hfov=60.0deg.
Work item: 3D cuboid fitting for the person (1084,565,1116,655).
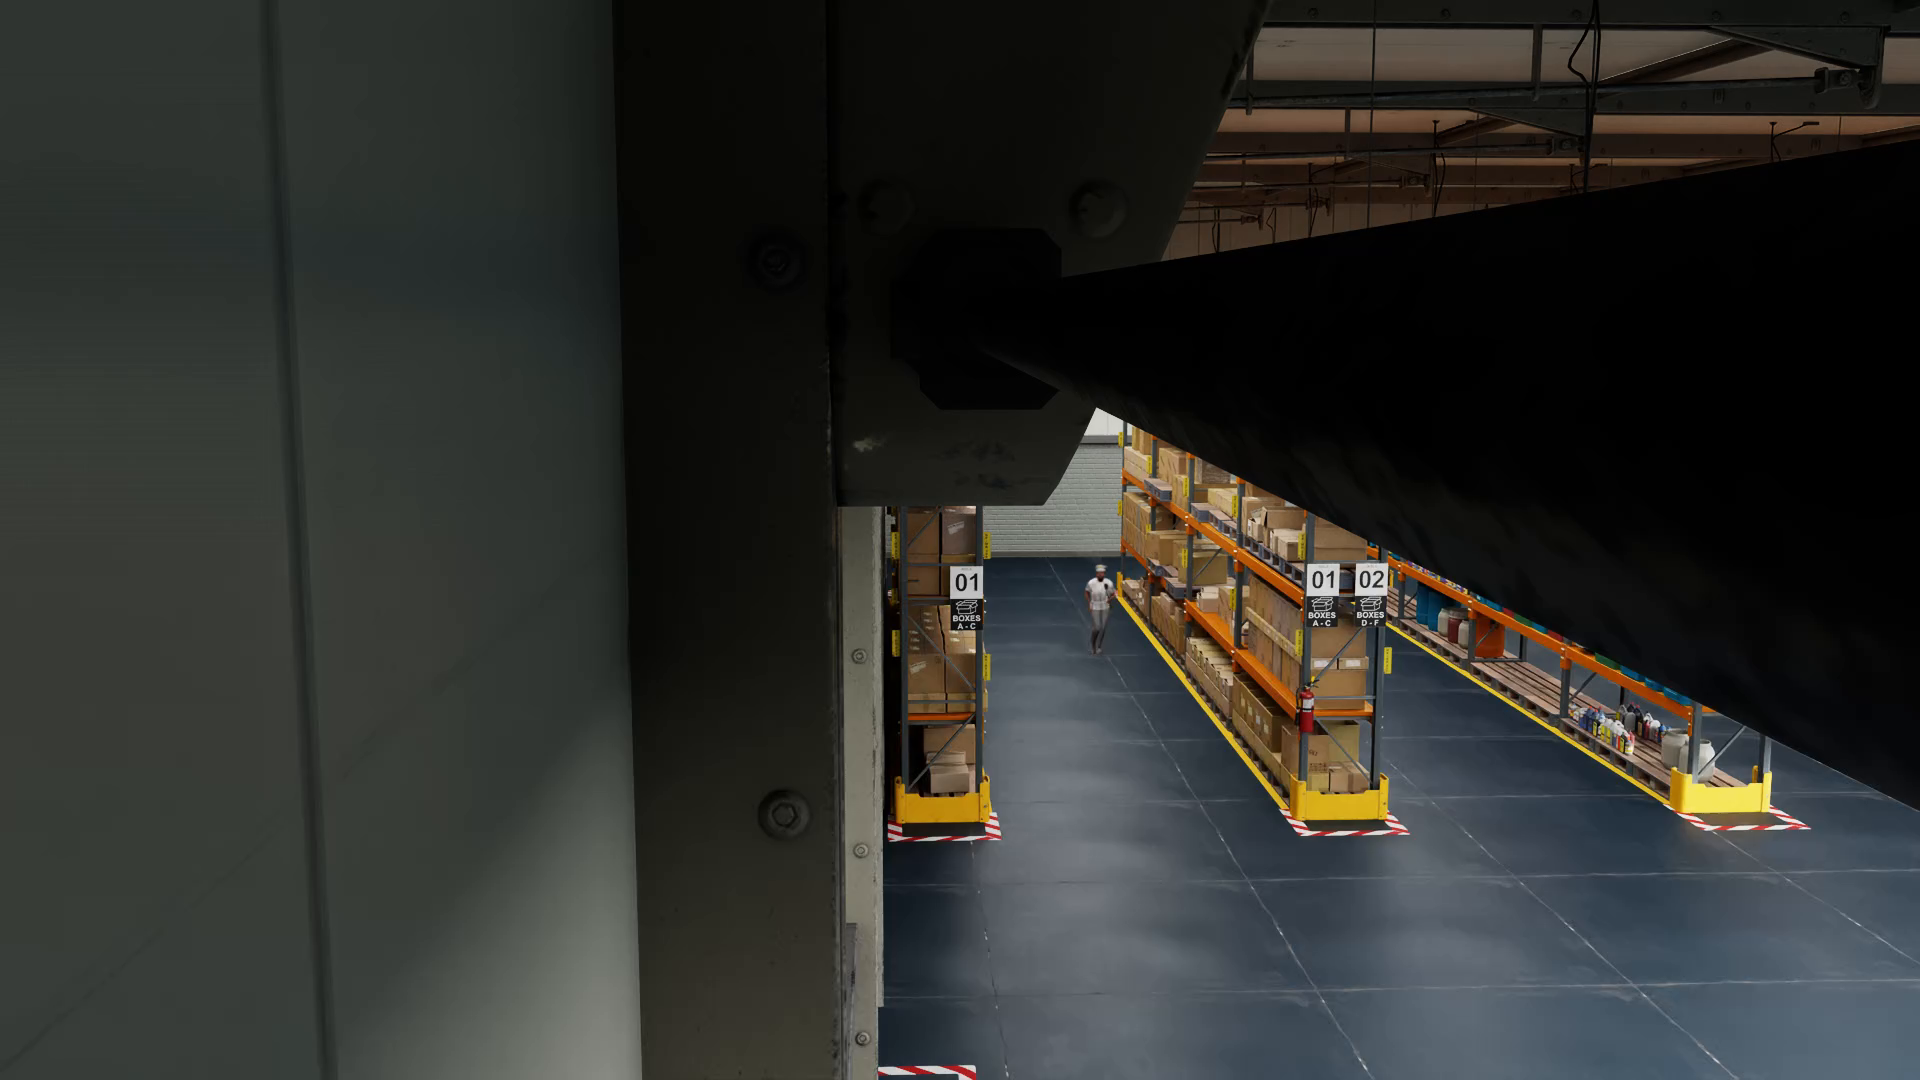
[{"bbox_3d":[2.554,1.270,30.162,0.554,1.679,0.632,0,8,-2],"label":"person"}]
